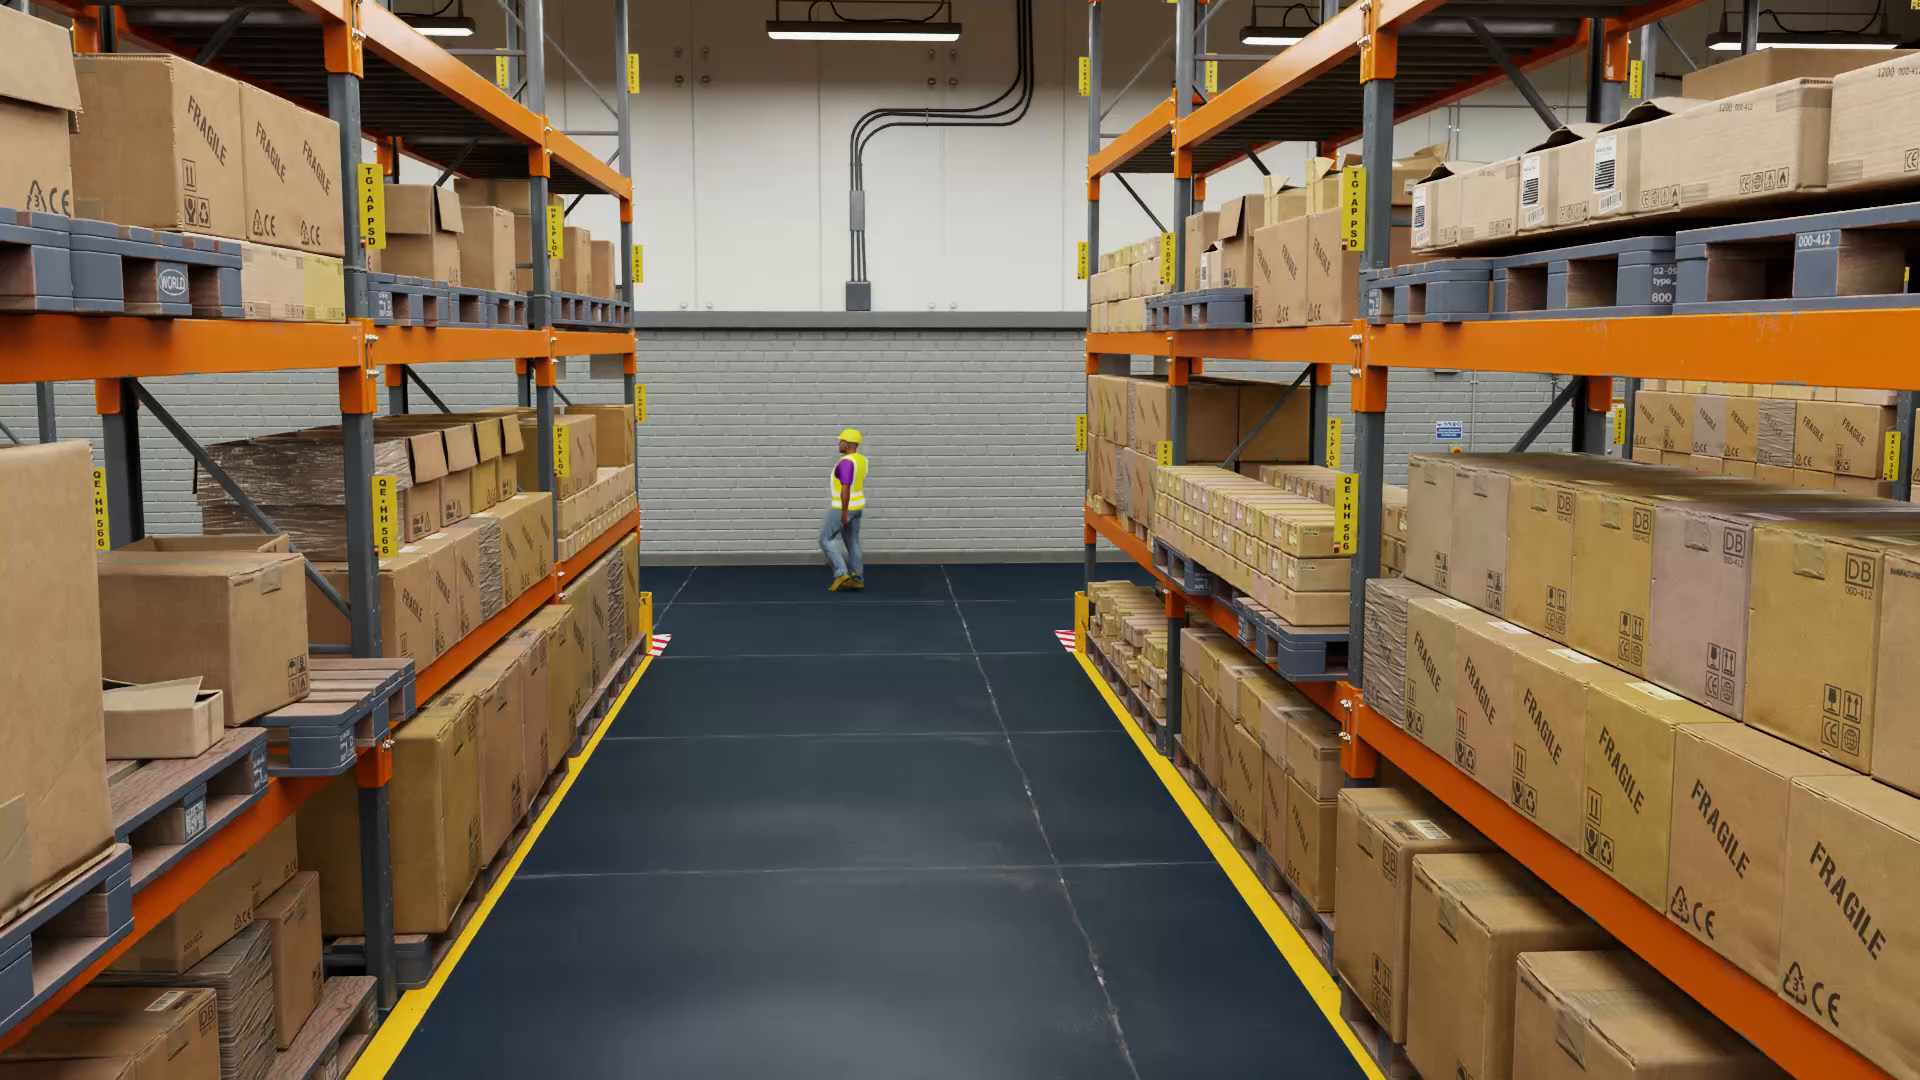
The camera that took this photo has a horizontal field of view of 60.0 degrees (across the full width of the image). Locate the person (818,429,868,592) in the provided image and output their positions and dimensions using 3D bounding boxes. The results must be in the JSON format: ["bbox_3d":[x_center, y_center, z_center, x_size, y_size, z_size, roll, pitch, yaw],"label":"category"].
[{"bbox_3d":[-1.274,-0.326,18.323,0.468,1.799,0.566,3,7,24],"label":"person"}]
